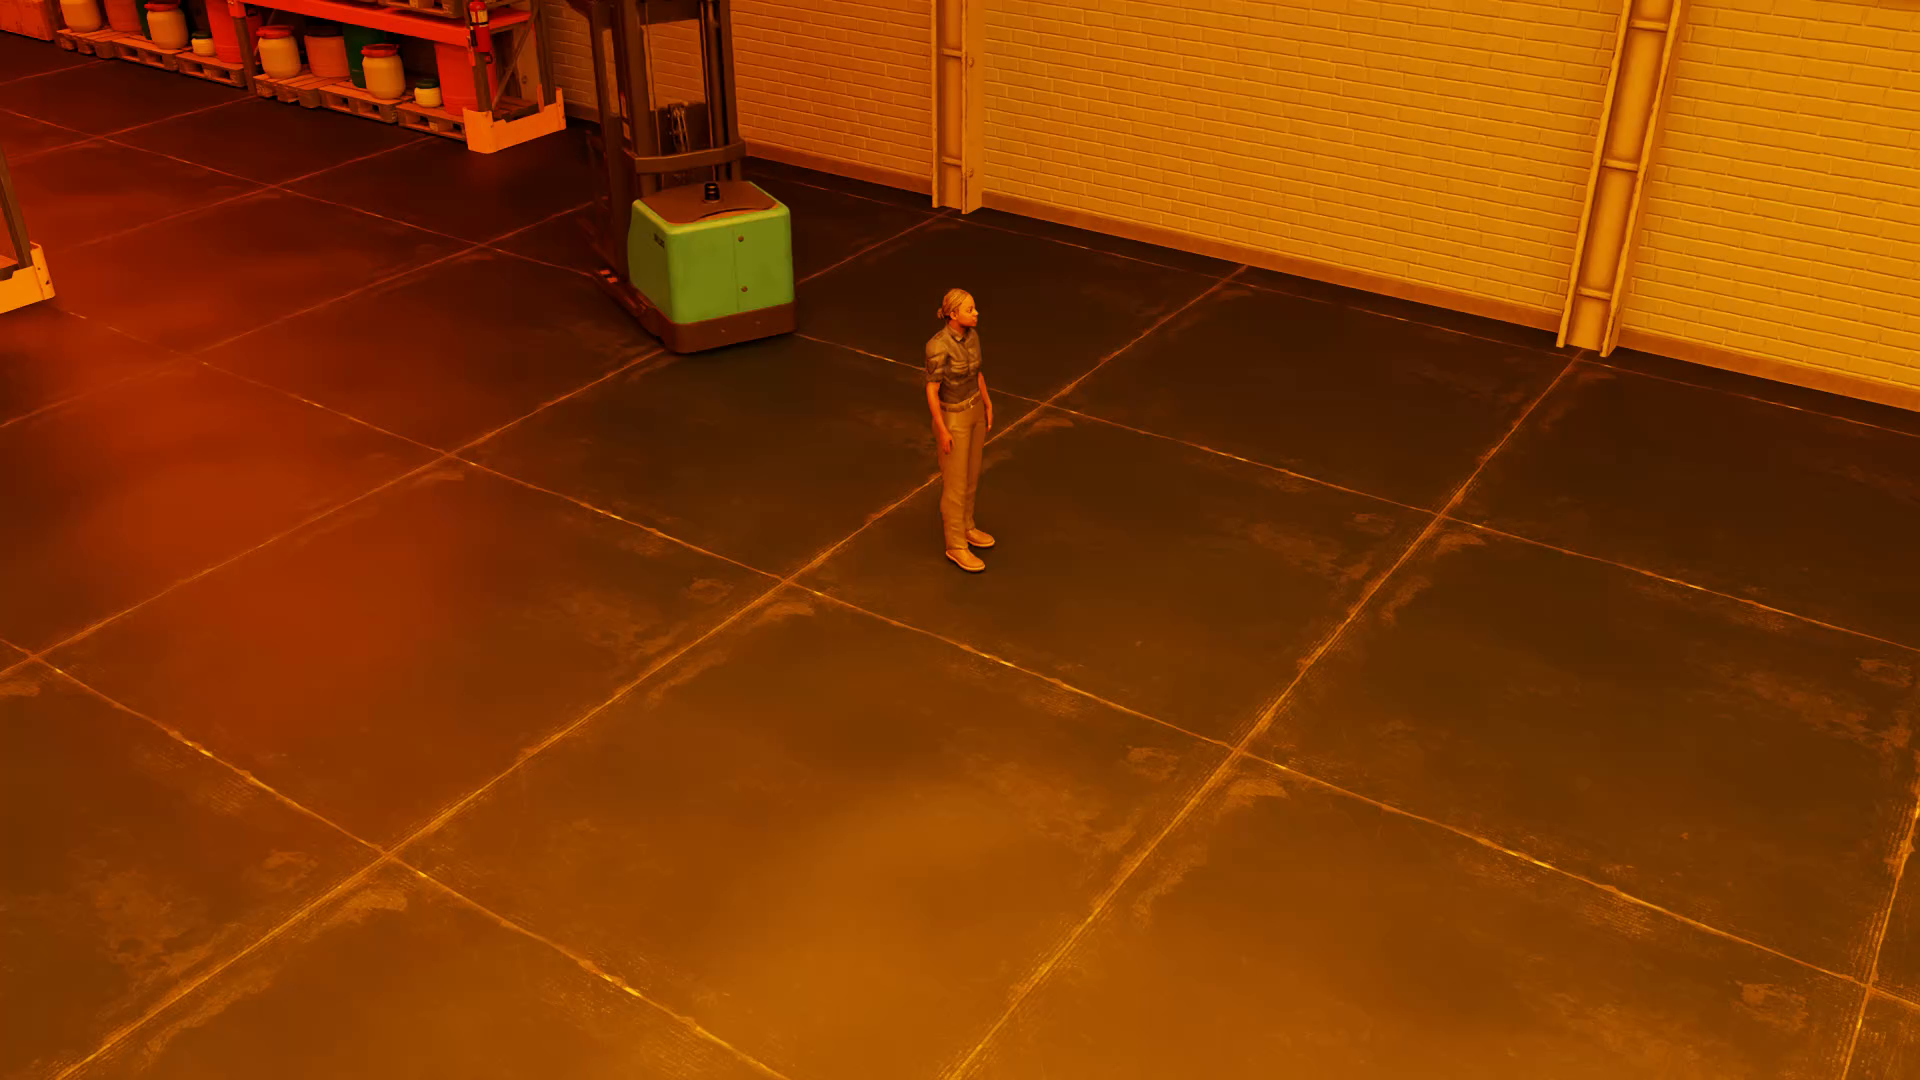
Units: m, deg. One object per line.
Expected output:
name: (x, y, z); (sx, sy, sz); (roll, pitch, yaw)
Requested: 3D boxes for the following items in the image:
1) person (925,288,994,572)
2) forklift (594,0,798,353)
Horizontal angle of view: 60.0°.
person: (0.062, -0.683, 10.028); (0.503, 1.642, 0.569); (19, 35, 29)
forklift: (-2.452, -3.417, 13.466); (1.130, 2.935, 3.031); (-16, 34, -25)
